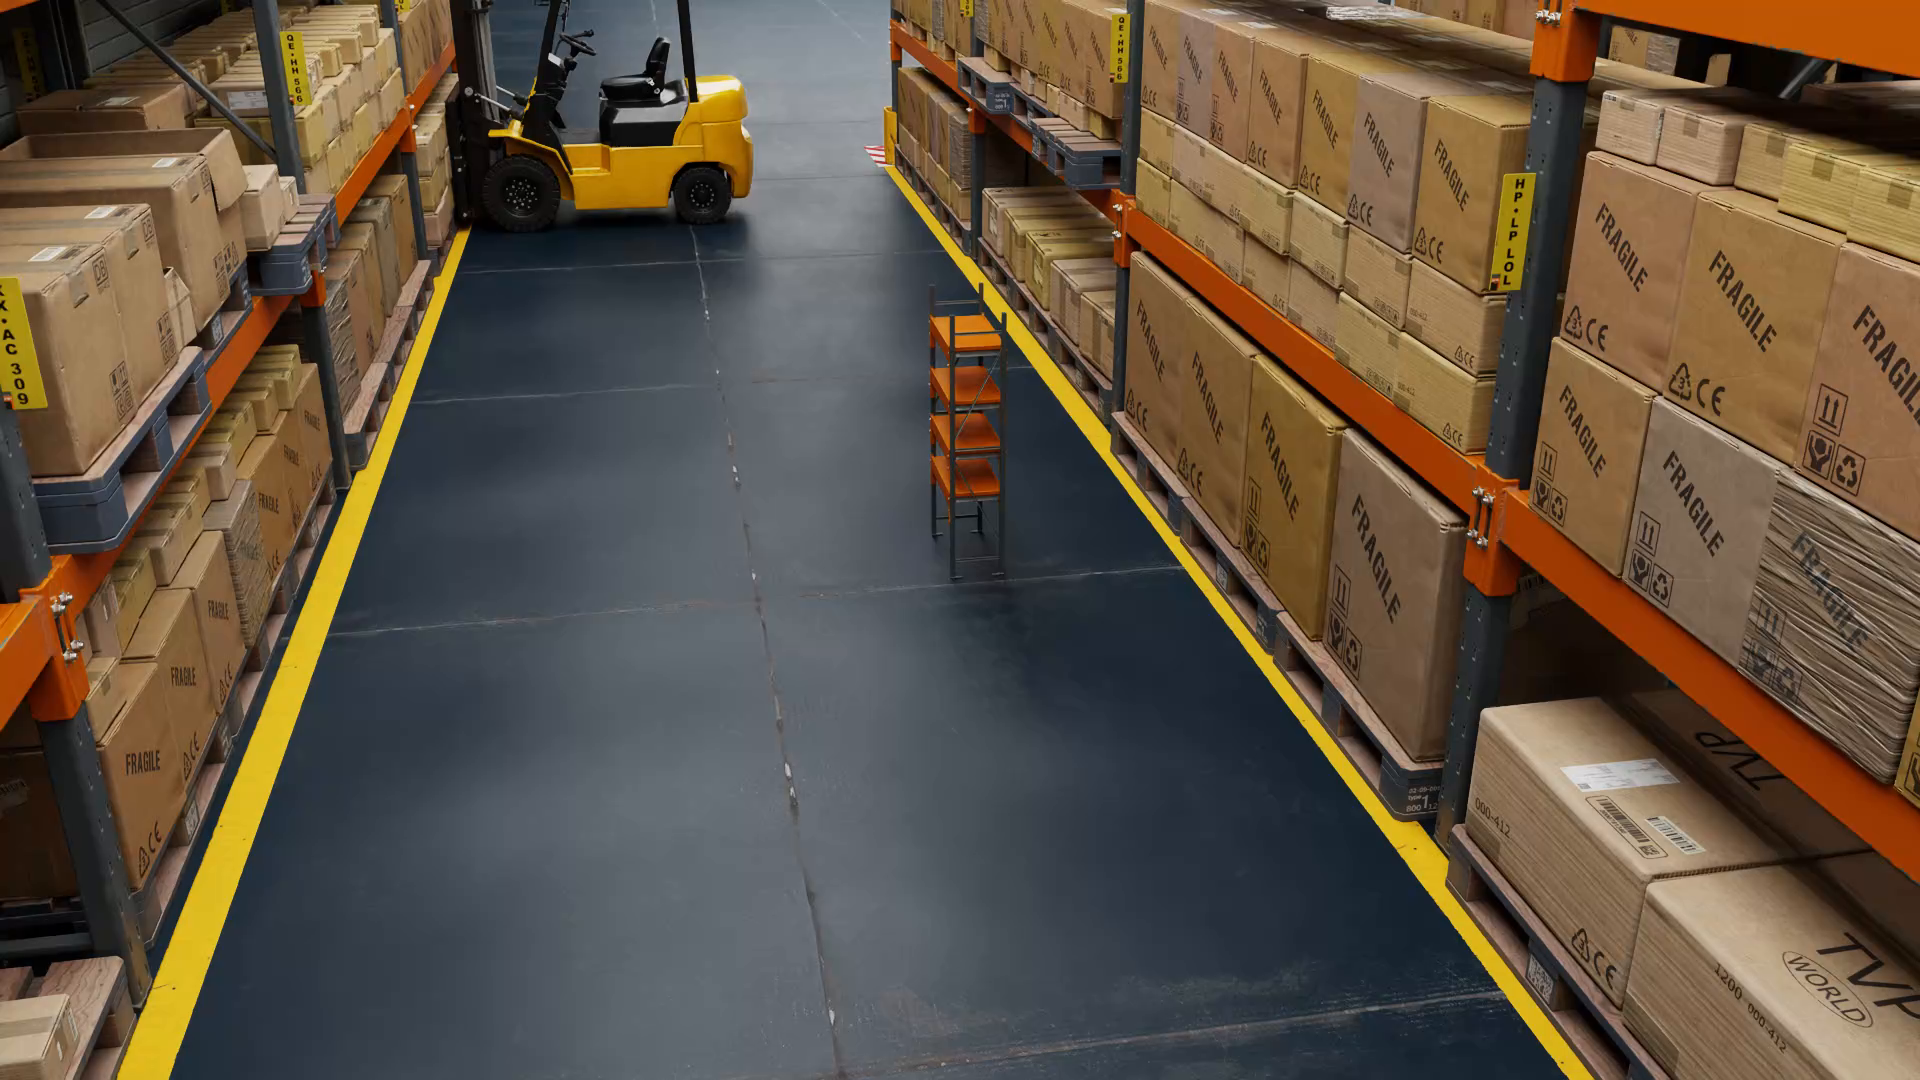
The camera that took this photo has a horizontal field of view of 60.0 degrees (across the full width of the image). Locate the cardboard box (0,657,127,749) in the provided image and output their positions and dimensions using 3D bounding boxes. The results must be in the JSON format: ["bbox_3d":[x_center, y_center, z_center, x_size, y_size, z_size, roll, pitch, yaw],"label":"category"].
[{"bbox_3d":[-2.619,0.465,4.727,0.380,0.149,0.250,-3,24,-7],"label":"cardboard box"}]

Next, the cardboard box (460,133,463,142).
[{"bbox_3d":[-4.438,-3.344,13.945,0.500,0.250,0.500,-5,24,-11],"label":"cardboard box"}]

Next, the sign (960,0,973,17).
[{"bbox_3d":[0.052,-3.900,11.849,0.100,0.325,0.005,-4,24,-10],"label":"sign"}]

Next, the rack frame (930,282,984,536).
[{"bbox_3d":[-0.014,-0.581,7.581,0.240,1.200,0.015,-4,24,-10],"label":"rack frame"}]

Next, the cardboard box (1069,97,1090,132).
[{"bbox_3d":[0.820,-2.357,9.189,0.380,0.149,0.250,-5,24,-10],"label":"cardboard box"}]

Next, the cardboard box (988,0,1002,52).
[{"bbox_3d":[0.482,-3.518,11.036,0.500,0.500,0.500,-4,24,-10],"label":"cardboard box"}]

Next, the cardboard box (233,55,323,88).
[{"bbox_3d":[-3.508,-2.400,8.562,0.380,0.149,0.250,-4,24,-9],"label":"cardboard box"}]

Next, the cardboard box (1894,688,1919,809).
[{"bbox_3d":[2.162,0.356,3.063,0.500,0.500,0.500,-4,24,-8],"label":"cardboard box"}]

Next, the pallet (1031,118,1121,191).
[{"bbox_3d":[1.087,-2.157,9.181,1.213,0.211,1.003,-4,24,-10],"label":"pallet"}]

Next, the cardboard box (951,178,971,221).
[{"bbox_3d":[0.210,-2.691,13.075,0.500,0.250,0.500,-3,24,-7],"label":"cardboard box"}]

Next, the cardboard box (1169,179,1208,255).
[{"bbox_3d":[1.279,-1.492,7.606,0.500,0.250,0.500,-5,24,-11],"label":"cardboard box"}]

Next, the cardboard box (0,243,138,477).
[{"bbox_3d":[-2.684,-0.476,4.442,0.700,0.500,0.500,-4,24,-8],"label":"cardboard box"}]

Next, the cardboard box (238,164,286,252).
[{"bbox_3d":[-3.041,-1.337,6.725,0.500,0.250,0.500,-5,24,-12],"label":"cardboard box"}]

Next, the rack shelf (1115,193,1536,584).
[{"bbox_3d":[1.693,-0.856,6.862,1.077,0.370,4.000,-4,24,-10],"label":"rack shelf"}]

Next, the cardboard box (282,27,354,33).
[{"bbox_3d":[-3.747,-2.902,9.711,0.380,0.149,0.250,-4,24,-9],"label":"cardboard box"}]

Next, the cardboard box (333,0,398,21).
[{"bbox_3d":[-4.094,-3.665,11.459,0.380,0.149,0.250,-5,24,-11],"label":"cardboard box"}]

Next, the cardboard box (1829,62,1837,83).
[{"bbox_3d":[5.731,-2.778,10.238,0.500,0.500,0.500,-4,24,-10],"label":"cardboard box"}]

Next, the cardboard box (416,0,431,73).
[{"bbox_3d":[-4.327,-3.820,12.623,0.500,0.500,0.500,-5,24,-10],"label":"cardboard box"}]

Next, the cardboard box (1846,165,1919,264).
[{"bbox_3d":[2.025,-0.651,3.309,0.380,0.149,0.250,-5,24,-11],"label":"cardboard box"}]

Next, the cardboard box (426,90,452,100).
[{"bbox_3d":[-4.438,-3.585,13.872,0.500,0.250,0.500,-4,24,-9],"label":"cardboard box"}]

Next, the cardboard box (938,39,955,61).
[{"bbox_3d":[0.034,-3.934,13.324,0.380,0.149,0.250,-5,24,-11],"label":"cardboard box"}]

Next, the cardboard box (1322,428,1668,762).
[{"bbox_3d":[1.870,0.144,5.803,0.875,0.875,0.875,-4,24,-8],"label":"cardboard box"}]

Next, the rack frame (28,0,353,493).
[{"bbox_3d":[-3.554,-1.604,7.674,1.000,3.000,0.127,-4,24,-10],"label":"rack frame"}]

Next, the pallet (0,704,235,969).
[{"bbox_3d":[-3.002,0.930,5.356,1.003,0.211,1.213,-4,24,-10],"label":"pallet"}]

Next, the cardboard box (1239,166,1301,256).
[{"bbox_3d":[1.430,-1.315,6.575,0.500,0.250,0.500,-4,24,-9],"label":"cardboard box"}]

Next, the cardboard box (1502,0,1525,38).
[{"bbox_3d":[5.242,-4.601,14.349,0.875,0.550,0.550,-4,24,-10],"label":"cardboard box"}]

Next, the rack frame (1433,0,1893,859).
[{"bbox_3d":[2.063,-0.399,4.917,1.000,3.000,0.127,-4,24,-10],"label":"rack frame"}]

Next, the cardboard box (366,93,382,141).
[{"bbox_3d":[-3.783,-2.535,9.993,0.500,0.250,0.500,-4,24,-9],"label":"cardboard box"}]

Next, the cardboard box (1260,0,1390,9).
[{"bbox_3d":[1.676,-2.293,7.878,0.500,0.500,0.500,-5,24,-11],"label":"cardboard box"}]

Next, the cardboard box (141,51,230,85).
[{"bbox_3d":[-4.045,-2.461,8.701,0.380,0.149,0.250,-4,24,-10],"label":"cardboard box"}]

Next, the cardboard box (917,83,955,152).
[{"bbox_3d":[-0.088,-3.645,14.322,0.500,0.500,0.500,-4,24,-9],"label":"cardboard box"}]

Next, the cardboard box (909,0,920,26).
[{"bbox_3d":[-0.147,-4.691,14.246,0.500,0.500,0.500,-5,24,-11],"label":"cardboard box"}]

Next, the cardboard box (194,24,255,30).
[{"bbox_3d":[-4.307,-2.960,9.844,0.380,0.149,0.250,-4,24,-10],"label":"cardboard box"}]

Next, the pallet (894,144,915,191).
[{"bbox_3d":[-0.026,-3.489,15.476,1.003,0.211,1.213,-4,24,-10],"label":"pallet"}]

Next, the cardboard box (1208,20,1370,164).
[{"bbox_3d":[1.356,-1.866,6.900,0.500,0.500,0.500,-4,24,-8],"label":"cardboard box"}]

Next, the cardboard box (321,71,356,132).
[{"bbox_3d":[-3.567,-2.361,8.971,0.500,0.250,0.500,-5,24,-11],"label":"cardboard box"}]

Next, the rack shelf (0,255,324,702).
[{"bbox_3d":[-3.184,-0.487,6.017,1.077,0.370,4.000,-4,24,-10],"label":"rack shelf"}]

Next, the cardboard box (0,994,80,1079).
[{"bbox_3d":[-2.423,1.281,4.107,0.380,0.149,0.250,-5,24,-11],"label":"cardboard box"}]

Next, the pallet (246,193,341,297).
[{"bbox_3d":[-3.360,-1.254,7.114,1.213,0.211,1.003,-4,24,-10],"label":"pallet"}]

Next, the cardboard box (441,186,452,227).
[{"bbox_3d":[-4.167,-2.523,12.690,0.500,0.250,0.500,-5,24,-11],"label":"cardboard box"}]

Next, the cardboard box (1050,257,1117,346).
[{"bbox_3d":[1.084,-1.474,10.135,0.950,0.372,0.625,-5,24,-11],"label":"cardboard box"}]

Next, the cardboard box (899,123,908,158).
[{"bbox_3d":[-0.279,-3.714,15.417,0.500,0.250,0.500,-5,24,-10],"label":"cardboard box"}]

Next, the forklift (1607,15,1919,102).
[{"bbox_3d":[3.203,-1.219,6.878,1.130,2.935,3.031,-4,24,-10],"label":"forklift"}]

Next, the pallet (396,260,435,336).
[{"bbox_3d":[-4.119,-1.612,11.178,1.003,0.211,1.213,-4,24,-10],"label":"pallet"}]

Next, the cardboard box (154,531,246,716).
[{"bbox_3d":[-2.879,0.310,5.890,0.500,0.500,0.500,-5,24,-11],"label":"cardboard box"}]

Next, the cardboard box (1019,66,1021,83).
[{"bbox_3d":[0.591,-2.976,10.606,0.380,0.149,0.250,-4,24,-9],"label":"cardboard box"}]

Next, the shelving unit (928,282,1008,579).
[{"bbox_3d":[0.031,-0.485,7.361,0.258,1.200,0.503,-4,24,-10],"label":"shelving unit"}]

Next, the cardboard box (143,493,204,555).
[{"bbox_3d":[-2.922,-0.044,5.892,0.380,0.149,0.250,-3,24,-8],"label":"cardboard box"}]

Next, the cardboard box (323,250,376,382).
[{"bbox_3d":[-3.785,-1.211,9.217,0.875,0.625,0.625,-4,24,-8],"label":"cardboard box"}]

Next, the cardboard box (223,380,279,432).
[{"bbox_3d":[-3.128,-0.561,7.074,0.380,0.149,0.250,-5,24,-12],"label":"cardboard box"}]

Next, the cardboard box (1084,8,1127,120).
[{"bbox_3d":[0.966,-2.505,8.718,0.500,0.500,0.500,-5,24,-11],"label":"cardboard box"}]

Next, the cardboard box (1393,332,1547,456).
[{"bbox_3d":[1.732,-0.488,5.308,0.500,0.250,0.500,-5,24,-11],"label":"cardboard box"}]

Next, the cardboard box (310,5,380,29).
[{"bbox_3d":[-4.012,-3.402,10.857,0.380,0.149,0.250,-3,24,-8],"label":"cardboard box"}]

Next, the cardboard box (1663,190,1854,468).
[{"bbox_3d":[2.000,-0.499,3.771,0.500,0.500,0.500,-5,24,-10],"label":"cardboard box"}]

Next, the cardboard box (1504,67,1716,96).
[{"bbox_3d":[2.143,-1.296,5.595,0.500,0.500,0.500,-4,24,-10],"label":"cardboard box"}]

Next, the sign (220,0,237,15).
[{"bbox_3d":[-4.839,-3.569,10.992,0.100,0.325,0.005,-4,24,-10],"label":"sign"}]

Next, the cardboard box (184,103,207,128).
[{"bbox_3d":[-3.910,-1.920,7.962,0.500,0.250,0.500,-4,24,-9],"label":"cardboard box"}]
